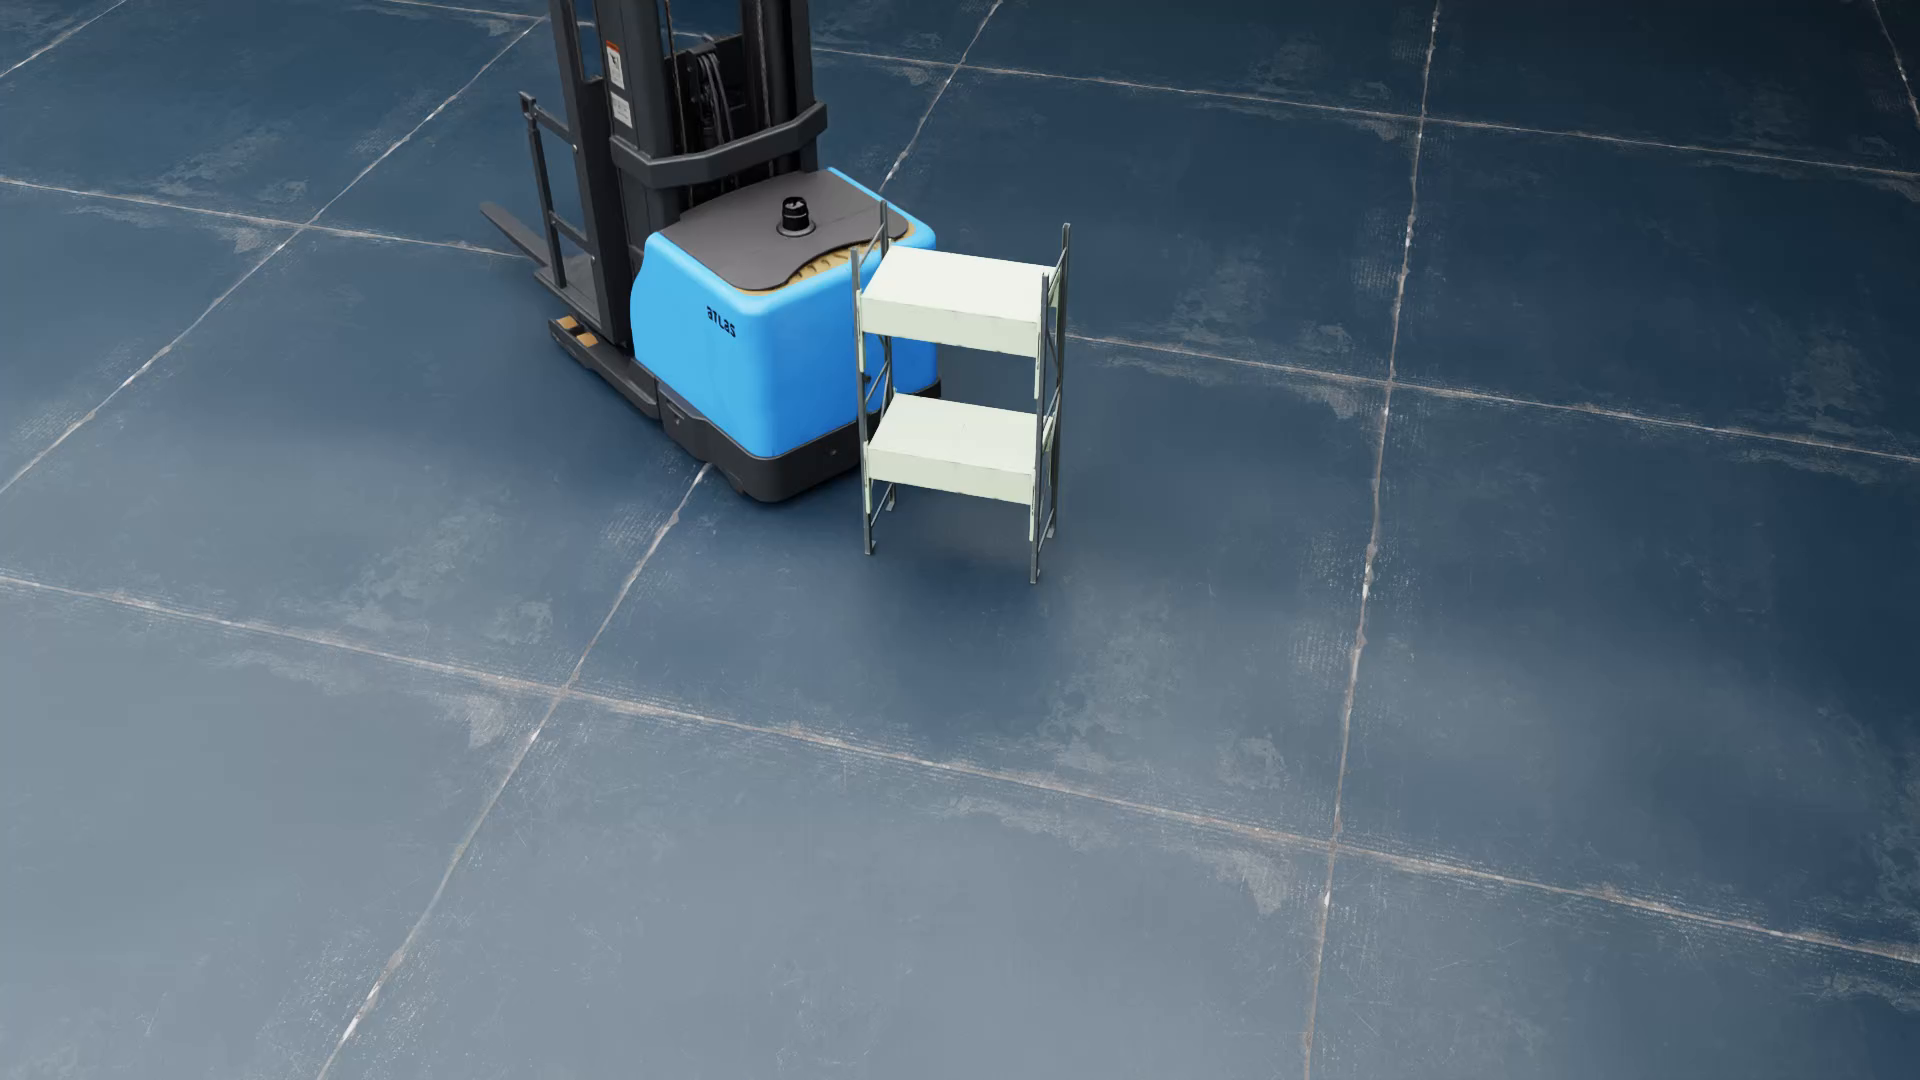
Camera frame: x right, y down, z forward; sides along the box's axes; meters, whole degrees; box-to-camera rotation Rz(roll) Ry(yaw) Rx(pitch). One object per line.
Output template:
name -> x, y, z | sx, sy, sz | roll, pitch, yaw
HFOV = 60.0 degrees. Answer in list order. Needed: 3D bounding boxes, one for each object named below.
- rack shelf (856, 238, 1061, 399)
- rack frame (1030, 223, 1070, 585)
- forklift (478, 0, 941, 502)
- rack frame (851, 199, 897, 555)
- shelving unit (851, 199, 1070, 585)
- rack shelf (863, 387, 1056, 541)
rack shelf -> 0.006, -0.872, 6.515 | 0.720, 0.370, 0.431 | 10, 41, 11
rack frame -> 0.360, -0.512, 6.694 | 0.023, 1.500, 0.400 | 10, 41, 11
forklift -> -1.412, -2.170, 7.555 | 1.130, 2.935, 3.031 | -28, 47, -29
rack frame -> -0.347, -0.634, 6.839 | 0.023, 1.500, 0.400 | 10, 41, 11
shelving unit -> 0.006, -0.573, 6.766 | 0.755, 1.500, 0.431 | 10, 41, 11
rack shelf -> 0.006, -0.324, 6.976 | 0.720, 0.370, 0.431 | 10, 41, 11
